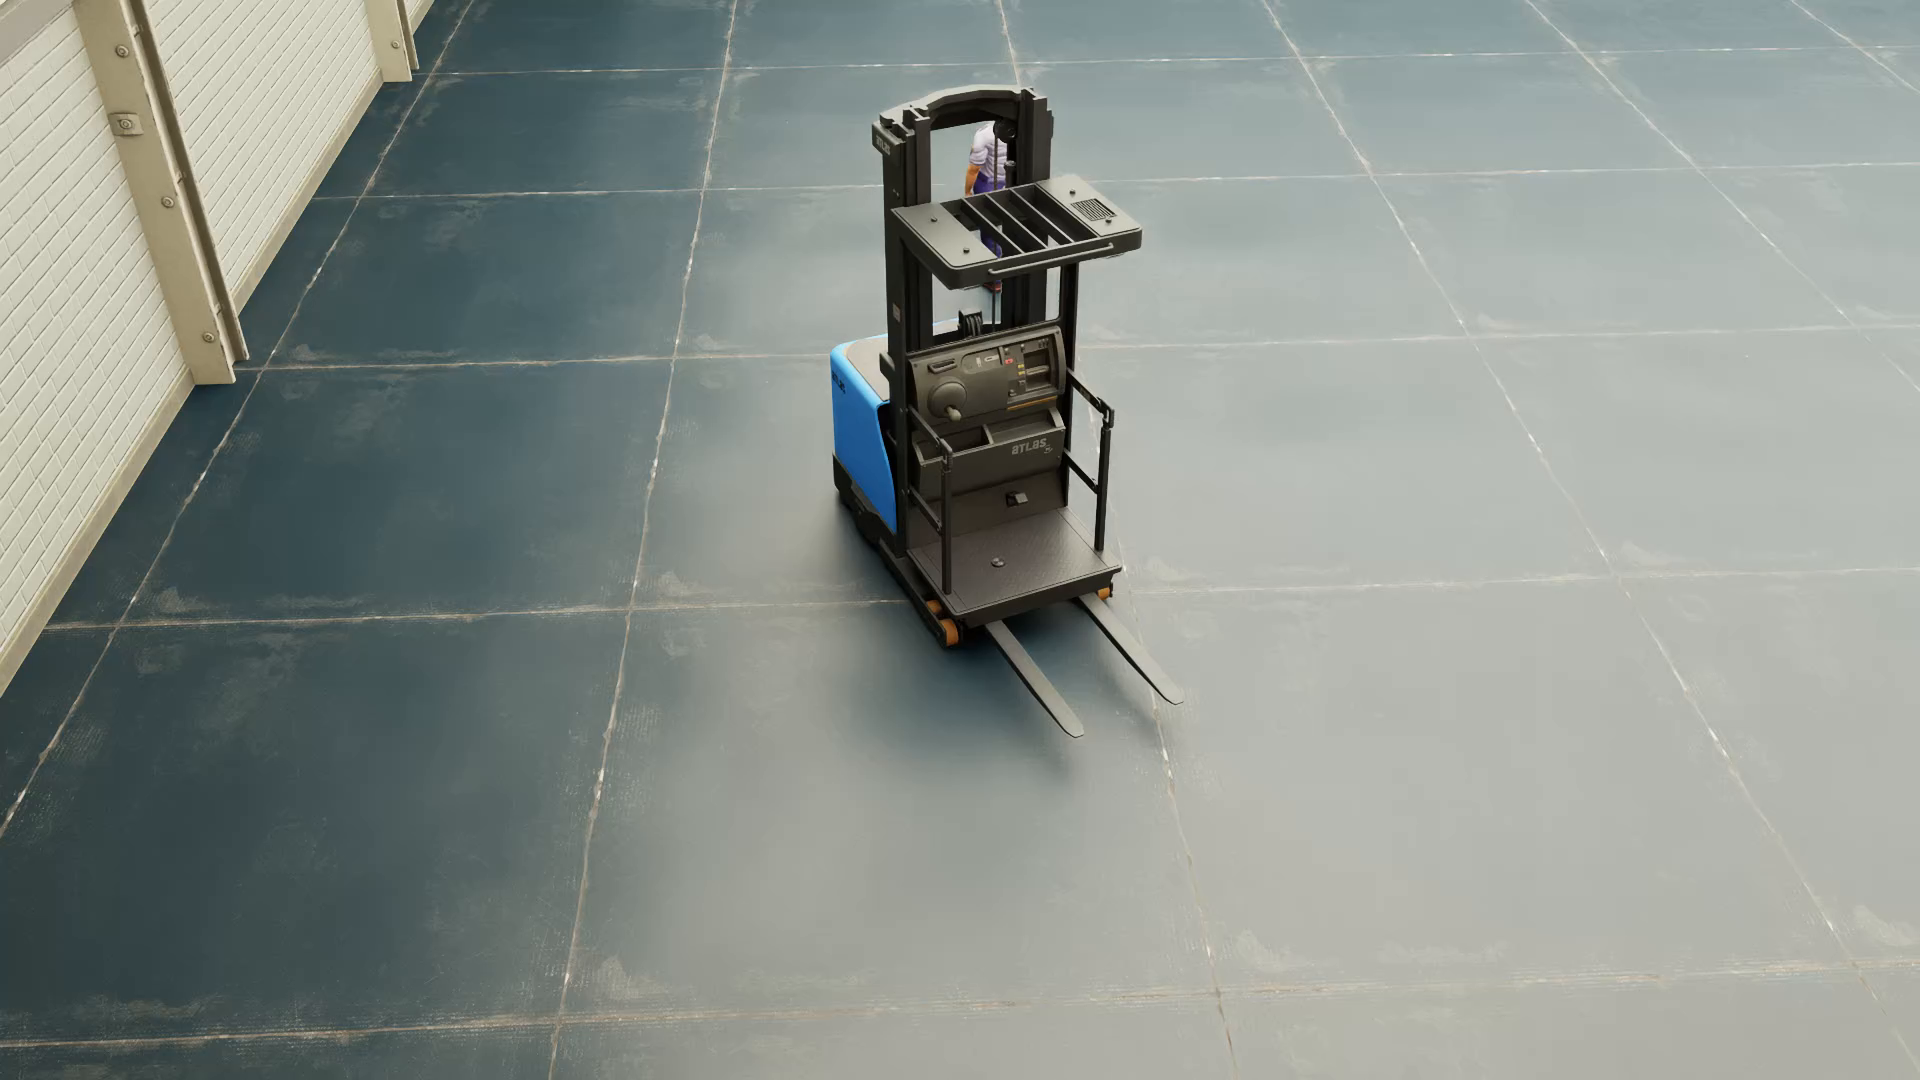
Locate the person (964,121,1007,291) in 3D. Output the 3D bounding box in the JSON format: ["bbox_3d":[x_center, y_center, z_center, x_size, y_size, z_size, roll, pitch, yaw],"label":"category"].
[{"bbox_3d":[0.299,-2.721,12.825,0.598,1.650,0.502,-10,37,-13],"label":"person"}]

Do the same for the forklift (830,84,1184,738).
[{"bbox_3d":[0.258,-0.860,9.192,1.130,2.935,3.031,-15,39,-20],"label":"forklift"}]
